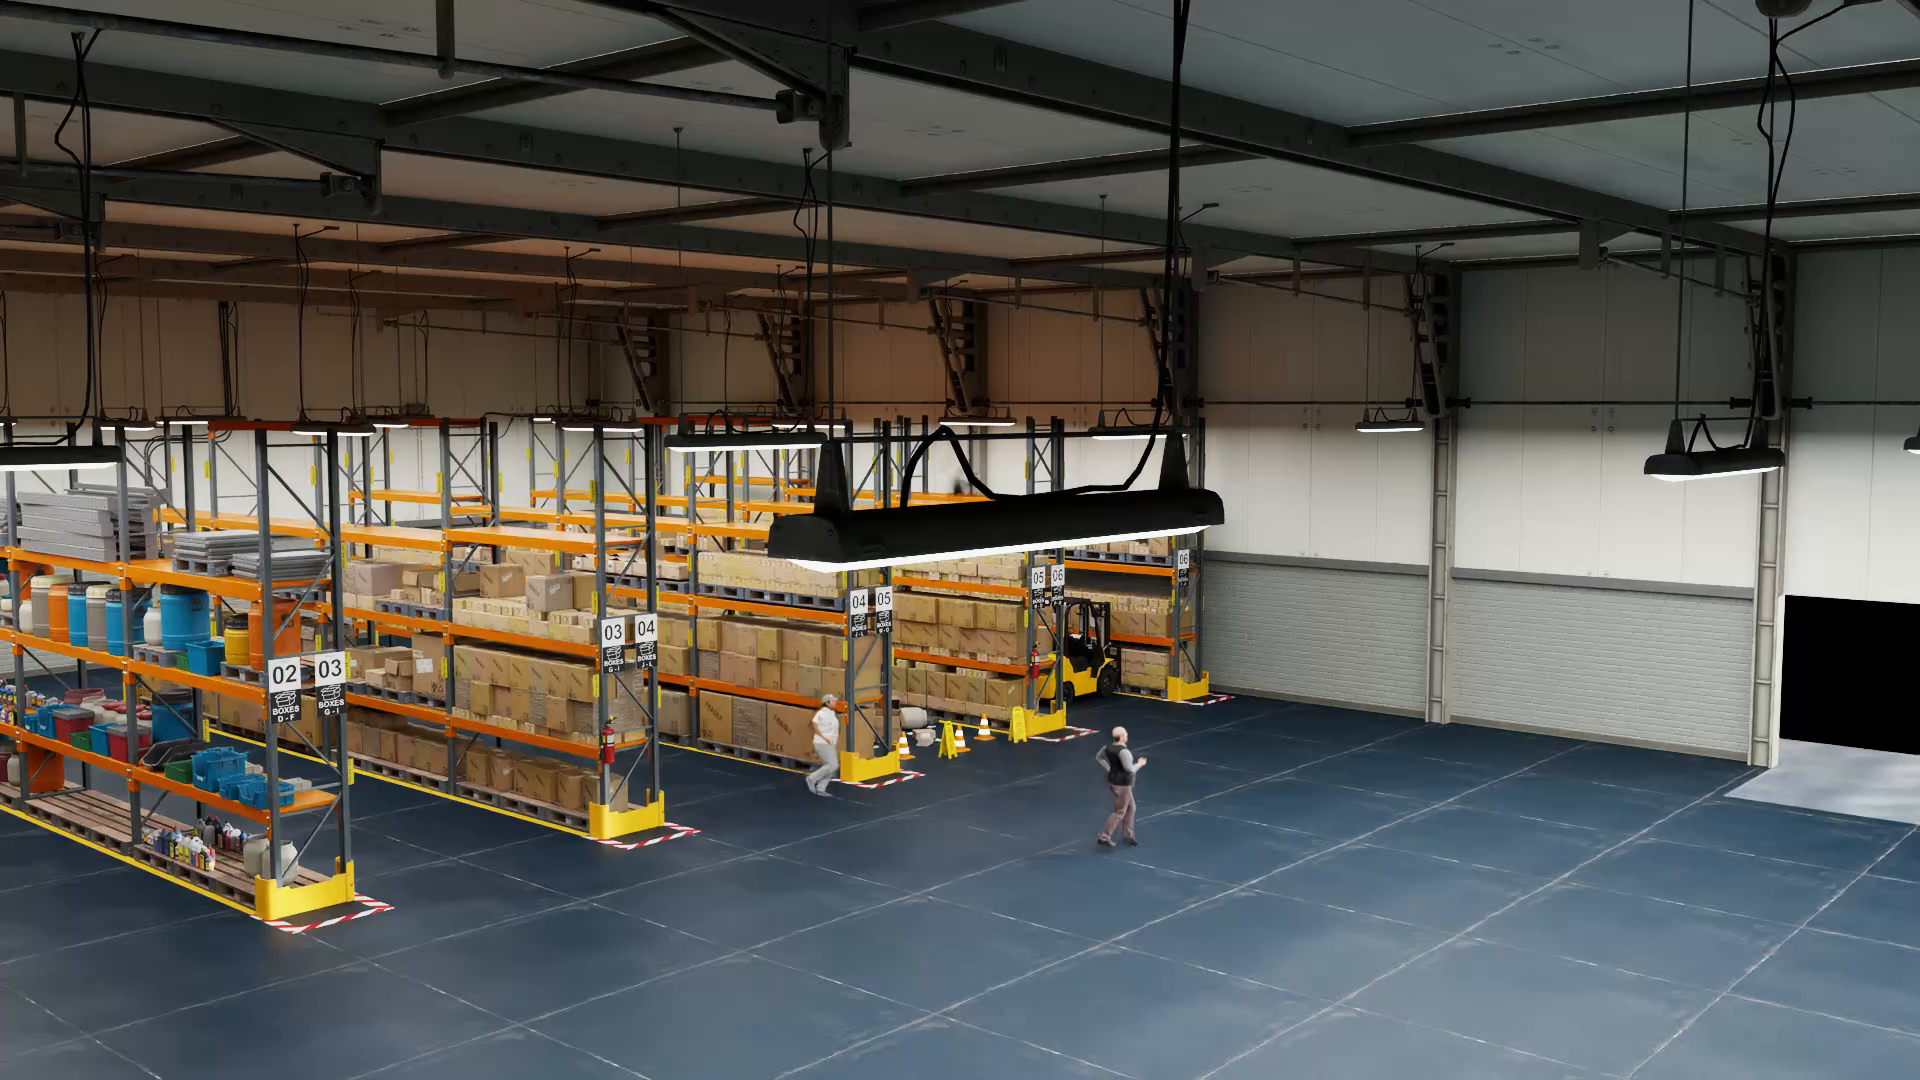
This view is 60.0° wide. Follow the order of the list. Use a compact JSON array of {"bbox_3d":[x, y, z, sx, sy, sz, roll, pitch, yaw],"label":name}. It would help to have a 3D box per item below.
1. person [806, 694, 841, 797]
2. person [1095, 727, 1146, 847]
[{"bbox_3d":[-2.189,3.311,26.872,0.516,1.639,0.662,1,5,8],"label":"person"},{"bbox_3d":[2.262,3.517,23.475,0.742,1.772,0.643,-1,5,-17],"label":"person"}]
